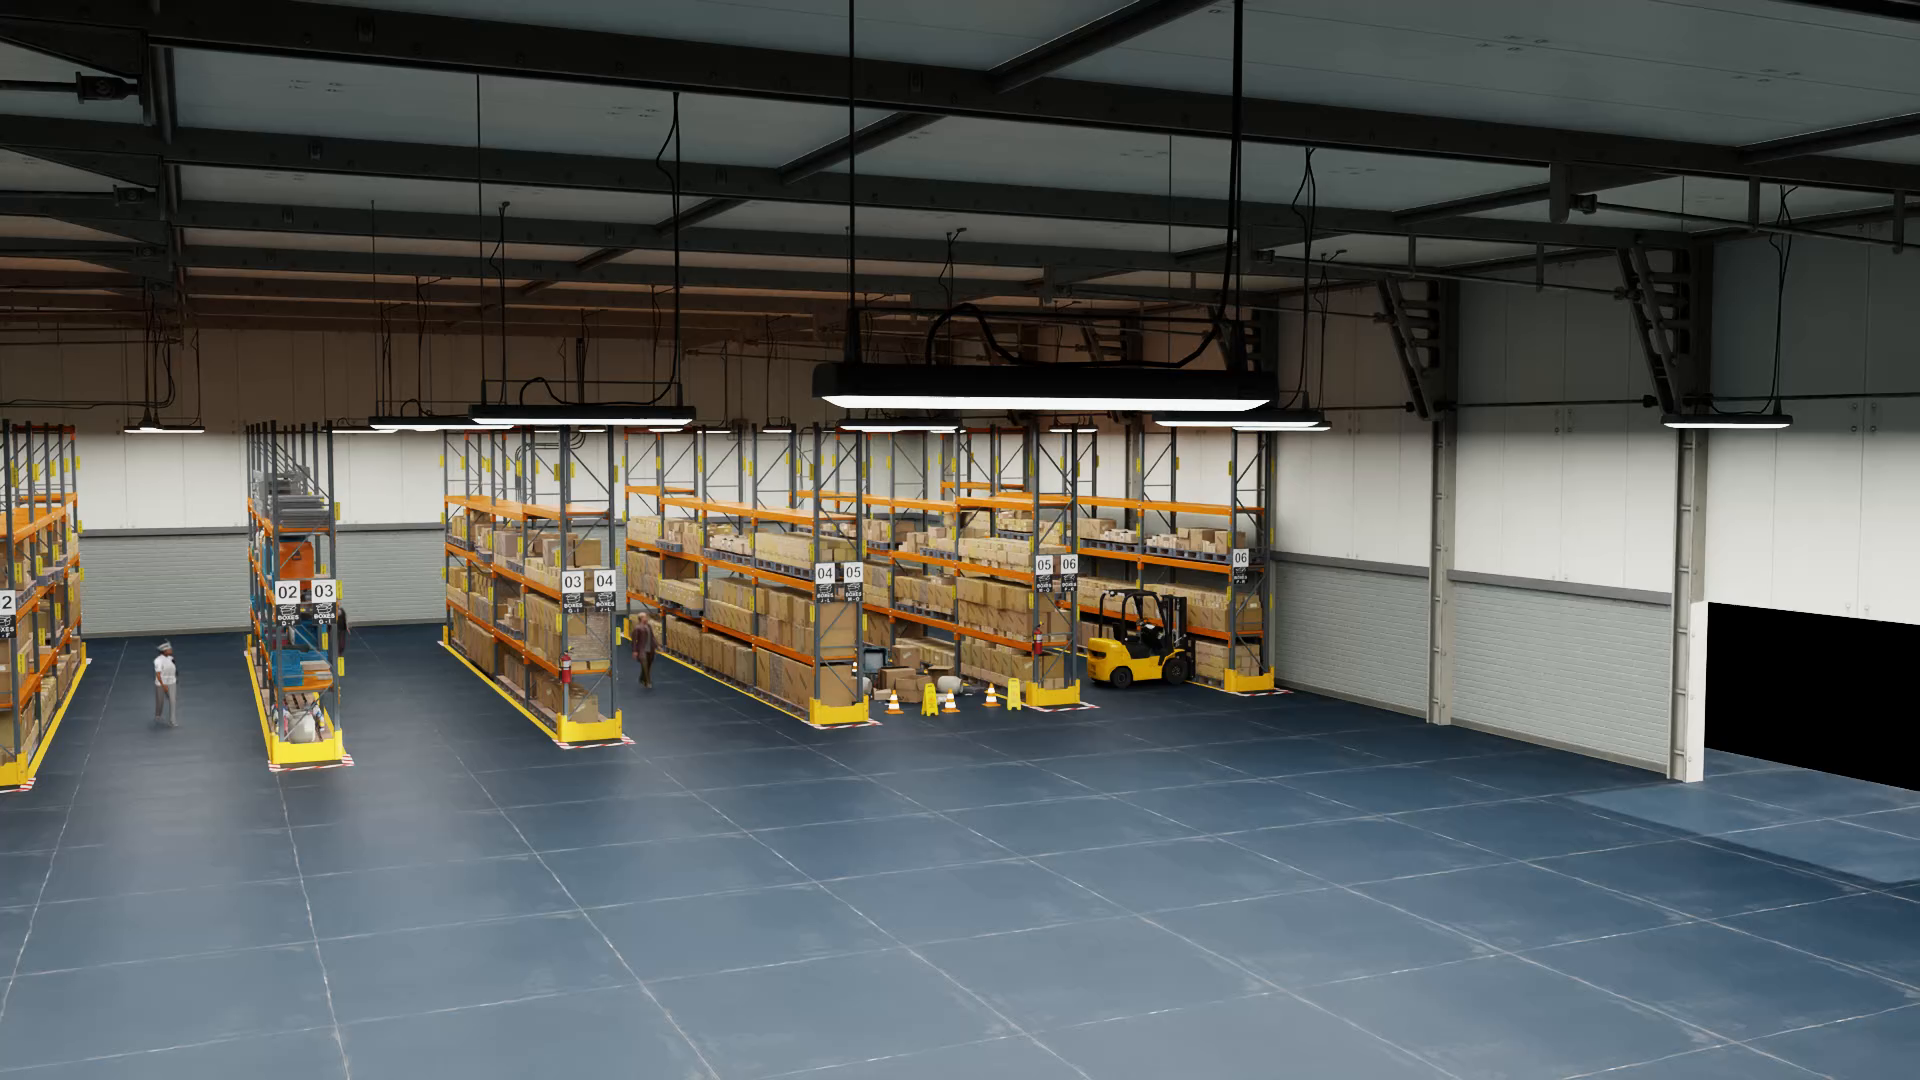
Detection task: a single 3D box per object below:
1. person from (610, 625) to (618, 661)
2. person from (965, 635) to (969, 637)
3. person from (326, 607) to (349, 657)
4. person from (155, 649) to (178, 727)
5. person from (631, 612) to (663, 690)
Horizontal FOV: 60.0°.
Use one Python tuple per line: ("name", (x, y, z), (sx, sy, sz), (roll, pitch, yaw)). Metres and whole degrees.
("person", (-8.890, 2.286, 42.180), (0.454, 1.584, 0.479), (-2, 4, -29))
("person", (0.224, 2.158, 43.175), (0.384, 1.587, 0.496), (-1, 4, -17))
("person", (-15.609, 2.396, 41.643), (0.605, 1.458, 0.956), (-3, 4, -36))
("person", (-15.697, 2.859, 32.857), (0.390, 1.608, 0.939), (-2, 4, -35))
("person", (-7.094, 2.495, 37.624), (0.735, 1.725, 1.129), (-2, 4, -32))
